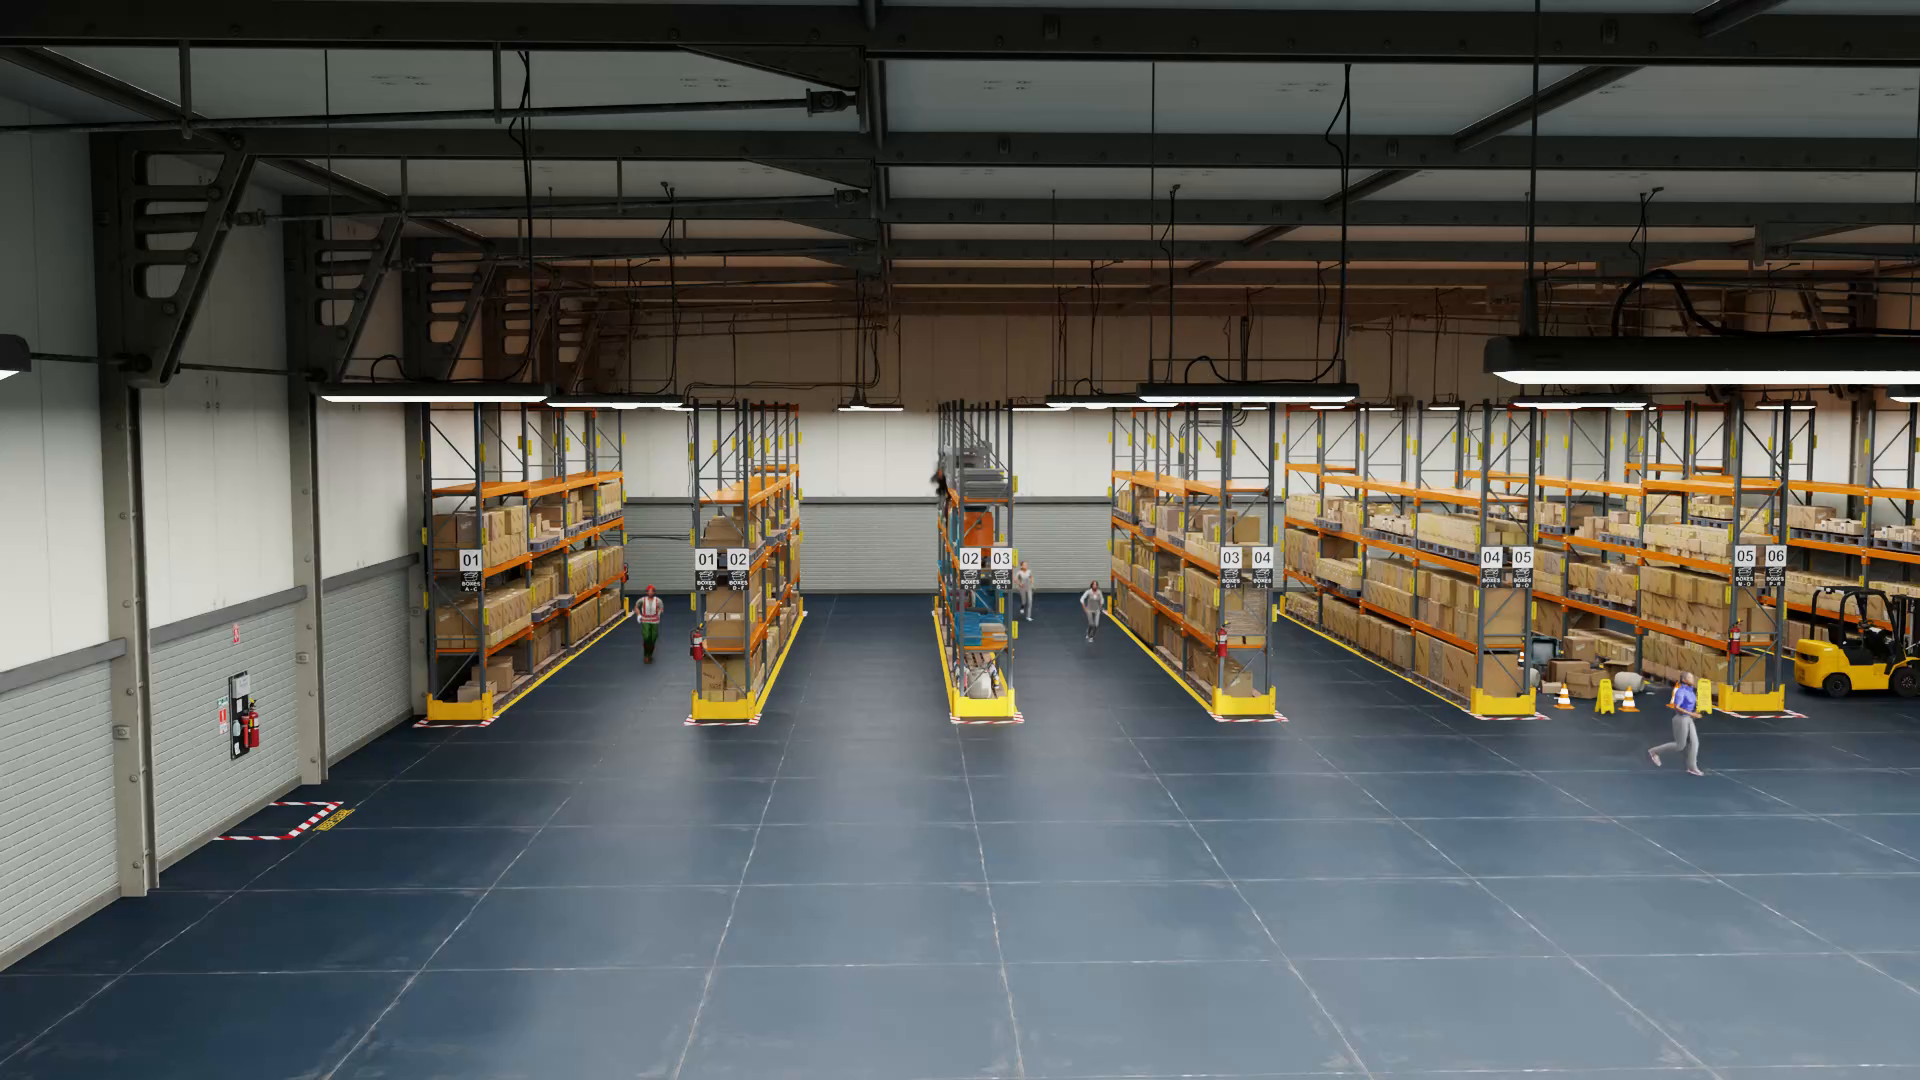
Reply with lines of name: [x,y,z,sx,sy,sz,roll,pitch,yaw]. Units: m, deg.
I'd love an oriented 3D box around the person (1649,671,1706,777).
person: [11.477,2.905,26.505,0.840,1.656,0.588,4,6,41]

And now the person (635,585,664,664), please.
person: [-7.121,1.936,38.242,0.632,1.806,0.724,-2,5,-20]

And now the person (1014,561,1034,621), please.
person: [1.793,1.406,46.281,0.580,1.648,0.845,-1,5,-16]

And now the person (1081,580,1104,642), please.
person: [3.183,1.712,39.648,0.547,1.504,0.495,-1,4,-11]
